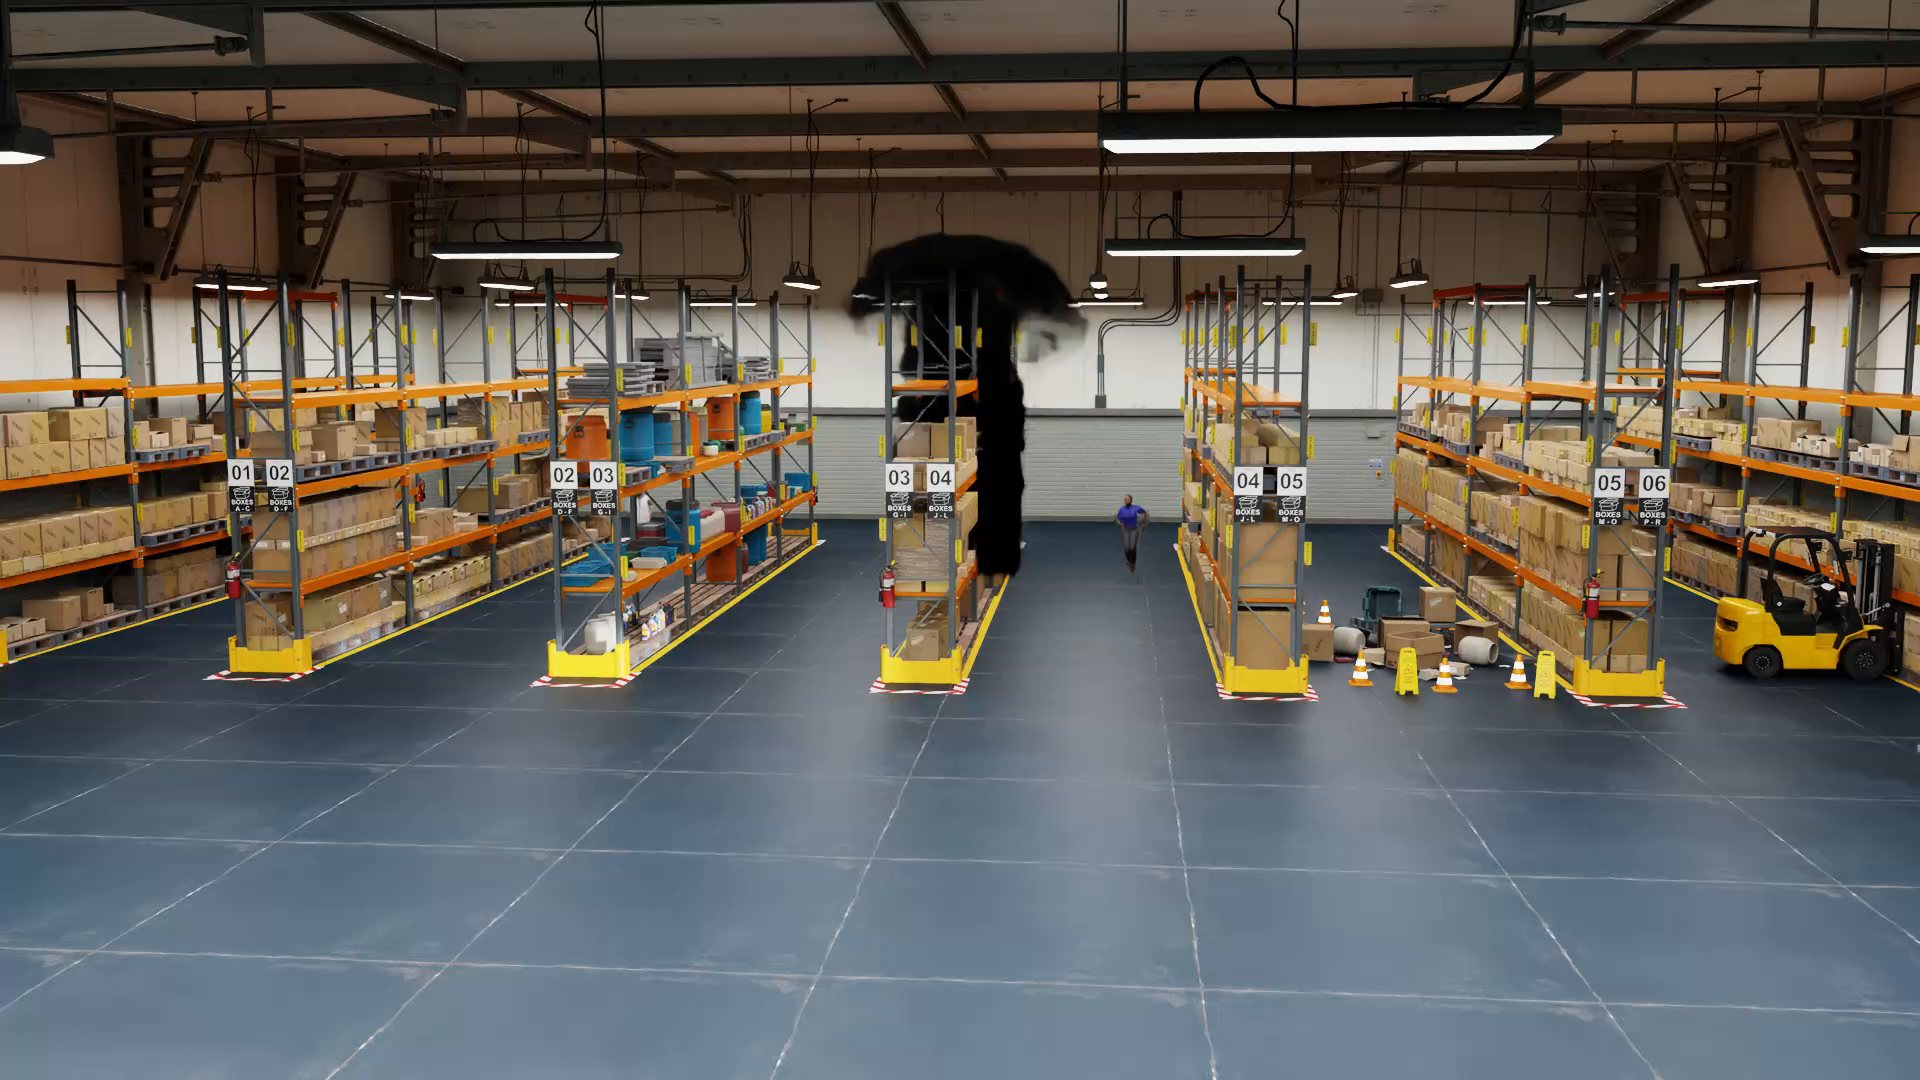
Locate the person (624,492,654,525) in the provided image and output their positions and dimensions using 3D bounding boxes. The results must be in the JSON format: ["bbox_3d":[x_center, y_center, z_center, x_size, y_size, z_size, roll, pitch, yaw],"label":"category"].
[{"bbox_3d":[-7.134,-0.372,37.001,0.648,1.824,0.858,-1,7,-6],"label":"person"}]

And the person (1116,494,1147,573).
[{"bbox_3d":[3.545,-0.131,34.478,0.595,1.623,0.785,2,7,20],"label":"person"}]

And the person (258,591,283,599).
[{"bbox_3d":[-11.679,0.726,28.319,0.710,1.697,0.537,1,7,8],"label":"person"}]
